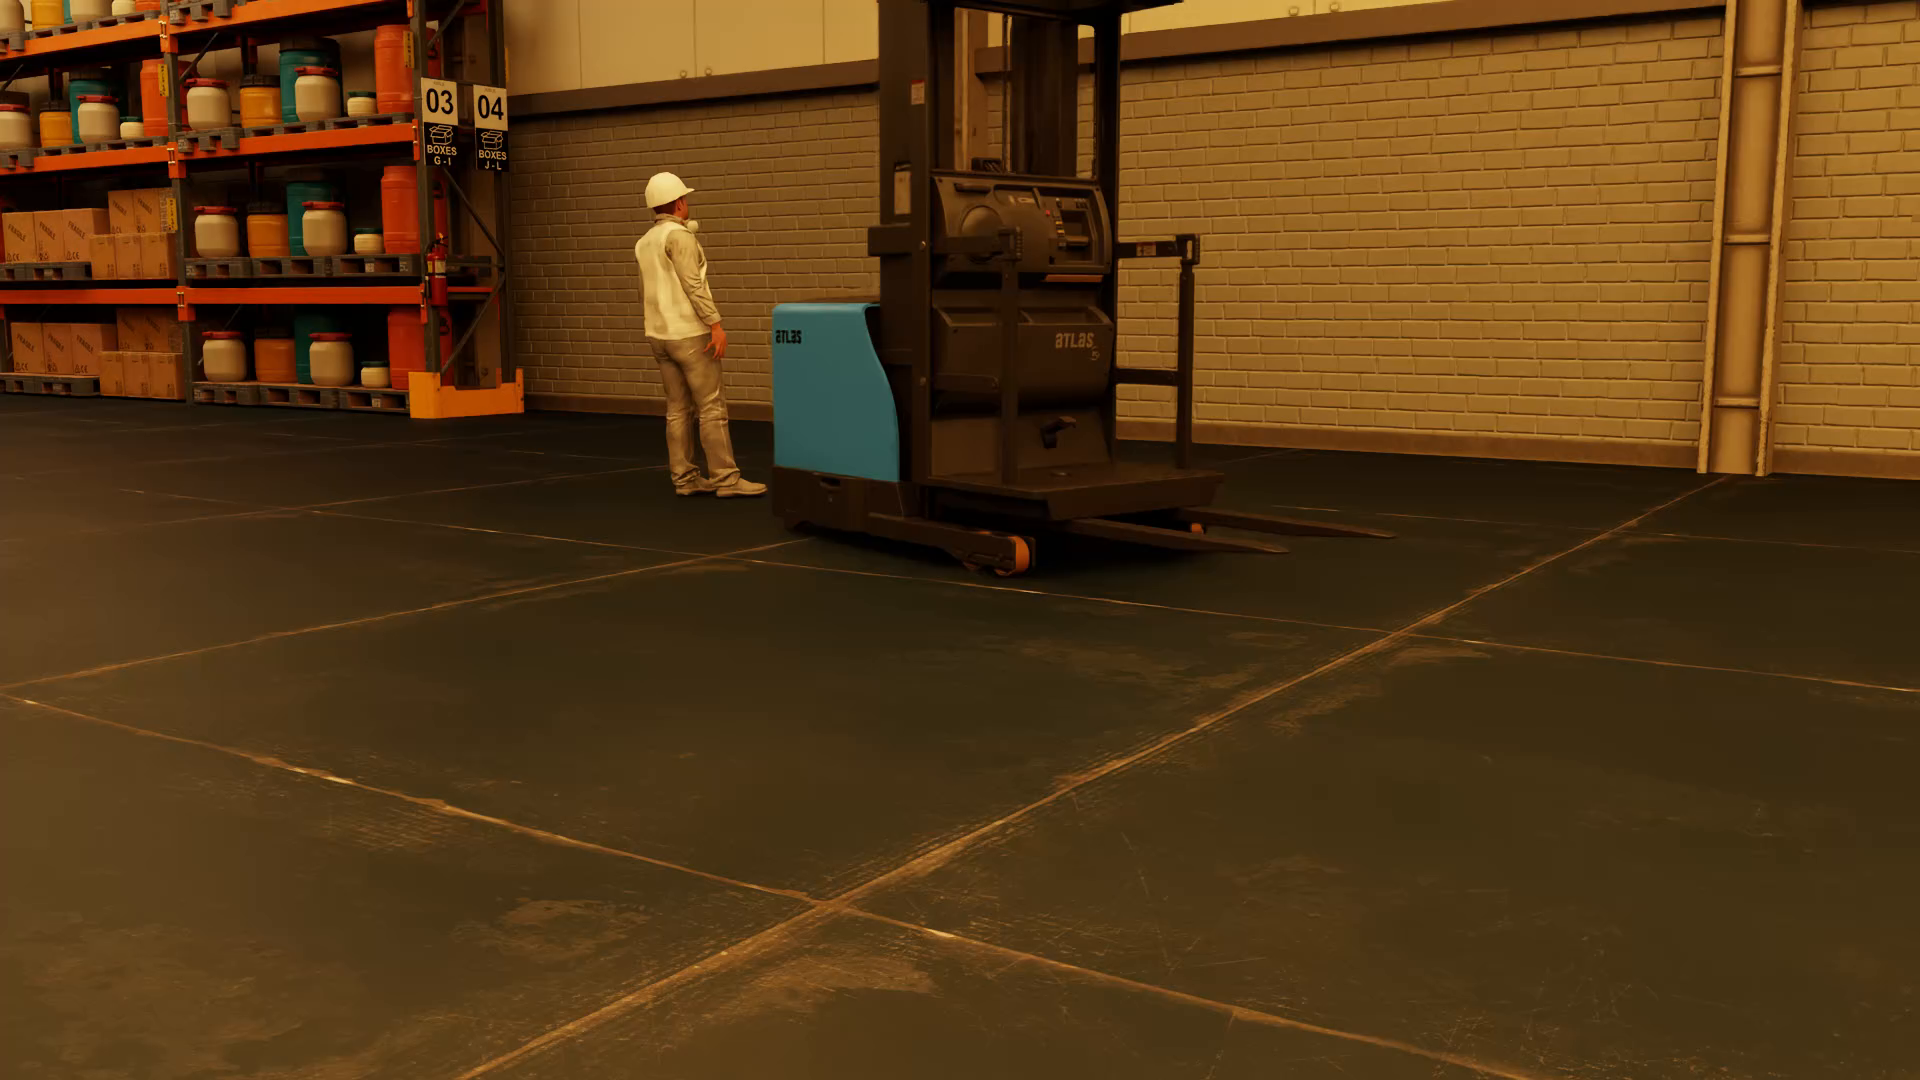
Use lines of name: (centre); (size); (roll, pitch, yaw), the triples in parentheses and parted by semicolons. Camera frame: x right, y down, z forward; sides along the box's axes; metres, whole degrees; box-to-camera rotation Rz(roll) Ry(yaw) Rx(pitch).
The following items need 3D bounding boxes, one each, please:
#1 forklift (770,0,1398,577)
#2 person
forklift: (0.412, -1.383, 6.922); (1.130, 2.935, 3.031); (-6, 10, -38)
person: (-1.478, -1.139, 9.261); (0.570, 1.773, 0.630); (-7, 11, -41)
